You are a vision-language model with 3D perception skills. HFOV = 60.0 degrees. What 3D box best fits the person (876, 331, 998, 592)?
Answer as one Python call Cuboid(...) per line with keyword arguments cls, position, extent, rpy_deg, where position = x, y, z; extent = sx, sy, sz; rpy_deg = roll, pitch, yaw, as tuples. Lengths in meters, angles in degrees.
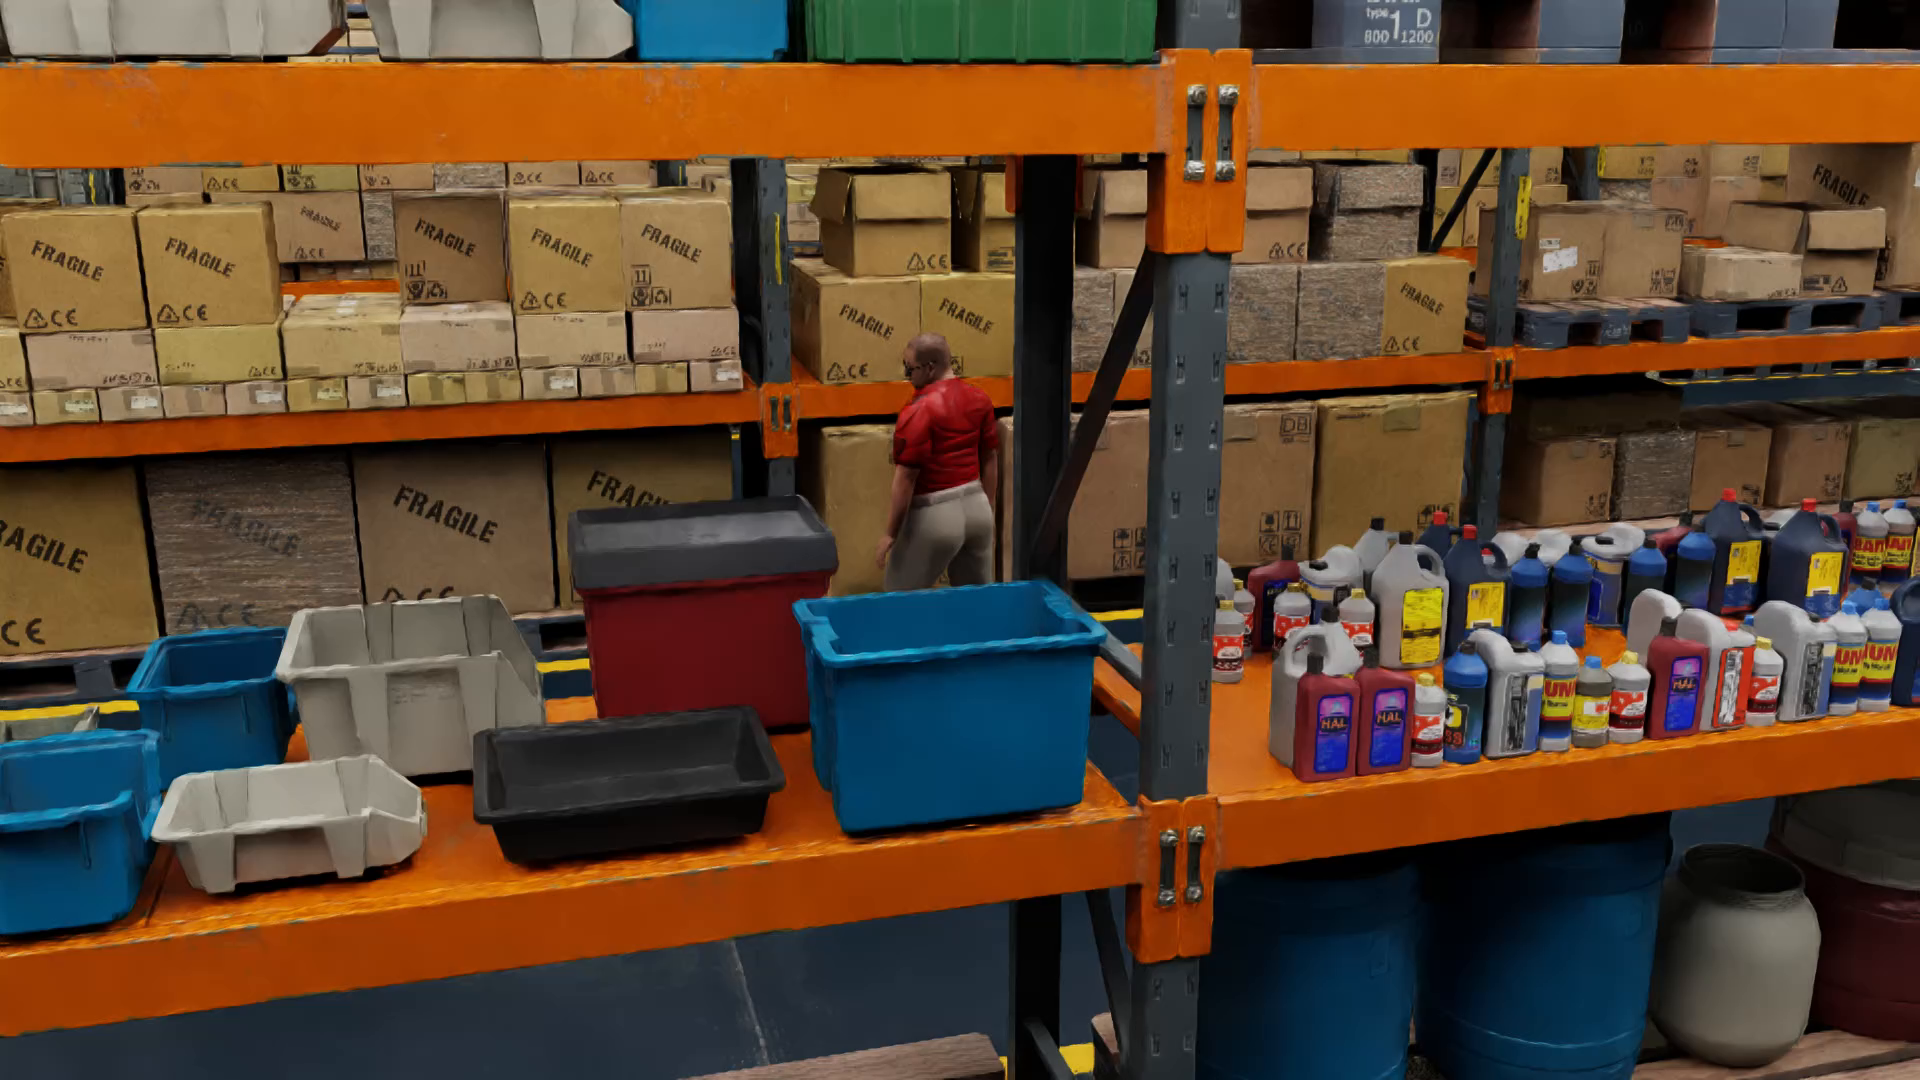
Cuboid(cls="person", position=(-0.054, -0.057, 7.236), extent=(0.630, 1.704, 0.486), rpy_deg=(-13, 20, -38))
